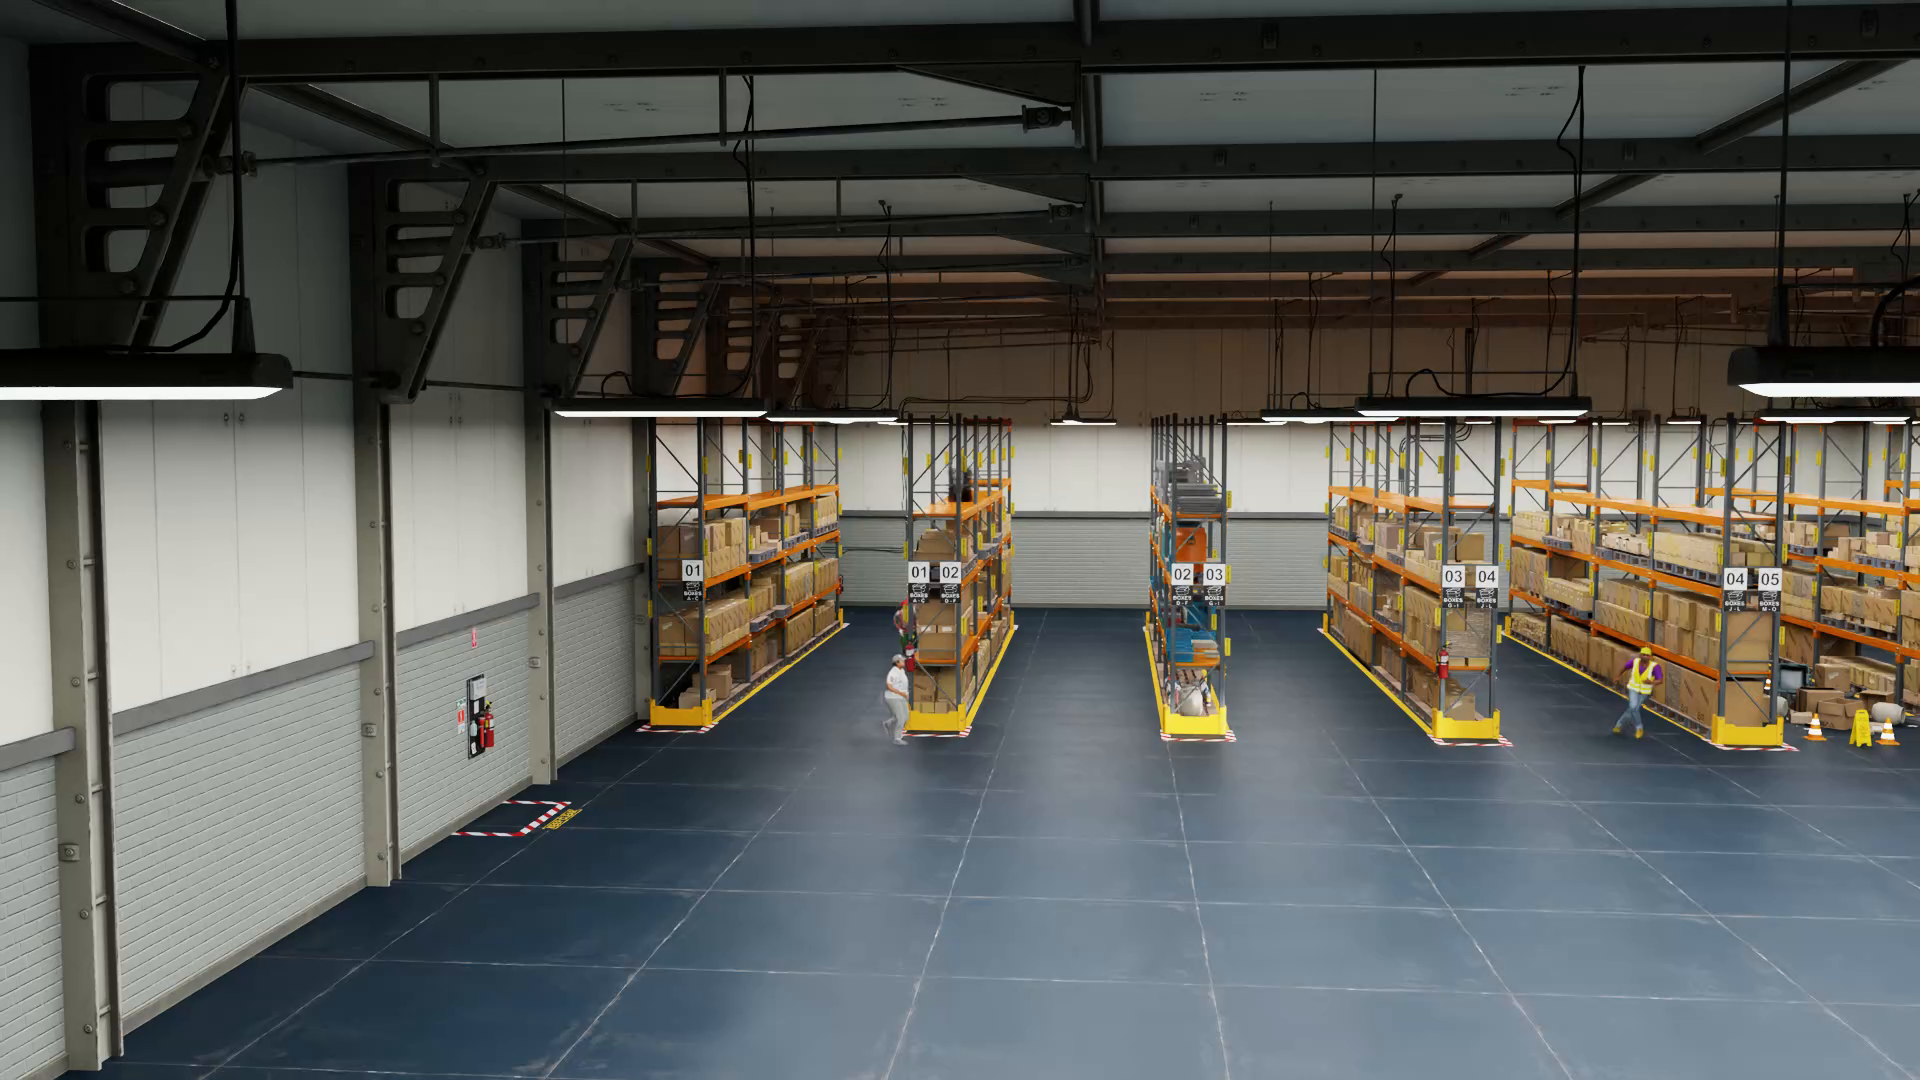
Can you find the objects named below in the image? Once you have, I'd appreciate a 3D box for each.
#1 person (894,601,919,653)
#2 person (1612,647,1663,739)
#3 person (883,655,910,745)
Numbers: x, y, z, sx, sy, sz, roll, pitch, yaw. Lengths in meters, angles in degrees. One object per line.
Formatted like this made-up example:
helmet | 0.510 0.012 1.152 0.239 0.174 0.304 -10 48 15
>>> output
person | -1.283 2.225 39.922 0.634 1.613 0.928 -1 4 -8
person | 12.529 2.802 30.753 0.820 1.695 0.712 1 4 13
person | -1.184 2.893 30.138 0.612 1.644 0.596 2 4 23
